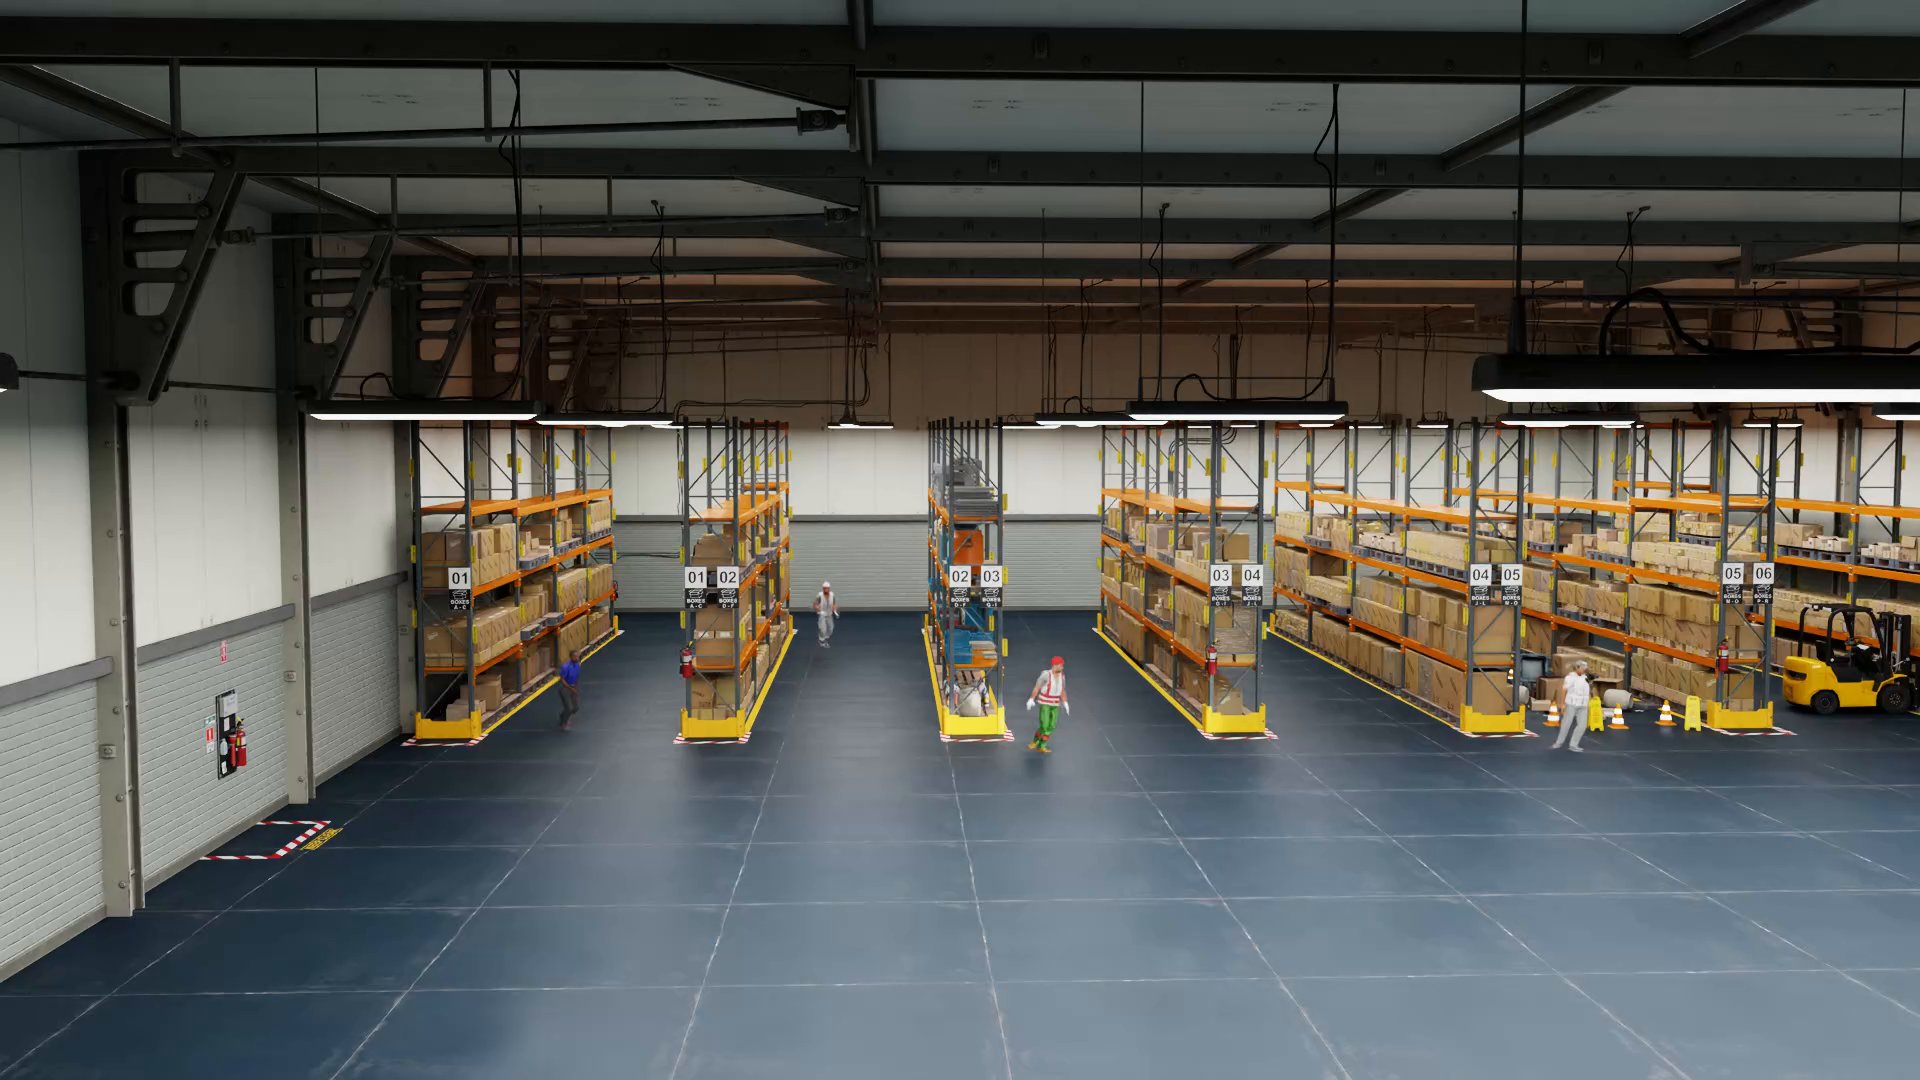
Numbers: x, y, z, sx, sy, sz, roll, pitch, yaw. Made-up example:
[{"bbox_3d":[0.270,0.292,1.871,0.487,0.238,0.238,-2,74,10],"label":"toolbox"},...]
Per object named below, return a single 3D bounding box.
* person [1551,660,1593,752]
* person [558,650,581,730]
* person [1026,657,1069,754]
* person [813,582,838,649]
[{"bbox_3d":[10.945,2.963,29.729,0.619,1.644,0.493,-1,4,-17],"label":"person"},{"bbox_3d":[-7.522,2.872,31.842,0.717,1.587,0.546,2,4,30],"label":"person"},{"bbox_3d":[1.572,2.927,29.512,0.694,1.745,0.596,-3,4,-34],"label":"person"},{"bbox_3d":[-3.387,1.884,41.506,0.638,1.703,0.755,-2,4,-29],"label":"person"}]
